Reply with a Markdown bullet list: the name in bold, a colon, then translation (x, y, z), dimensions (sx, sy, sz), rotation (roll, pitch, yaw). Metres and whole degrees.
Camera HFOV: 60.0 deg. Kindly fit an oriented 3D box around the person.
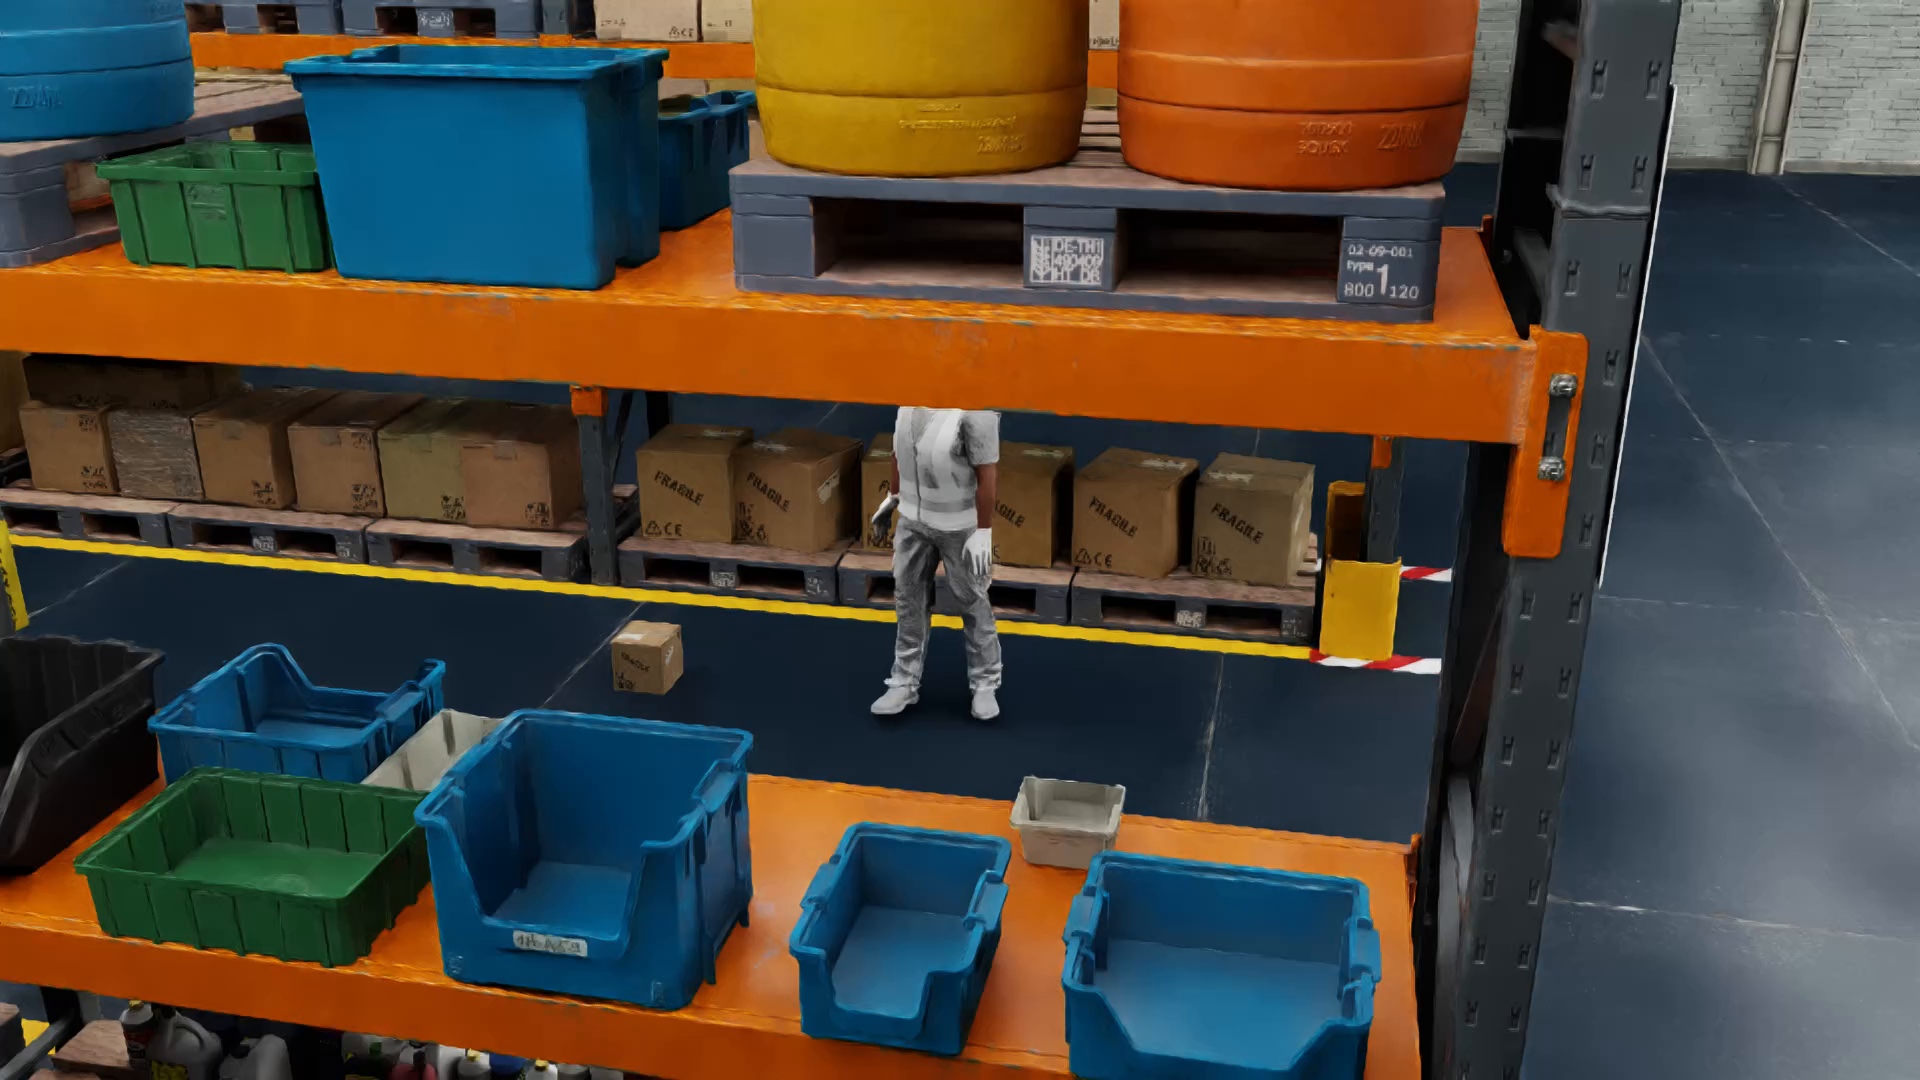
- **person**: translation (-0.137, -0.076, 7.177), dimensions (0.668, 1.783, 0.563), rotation (17, 27, 37)
